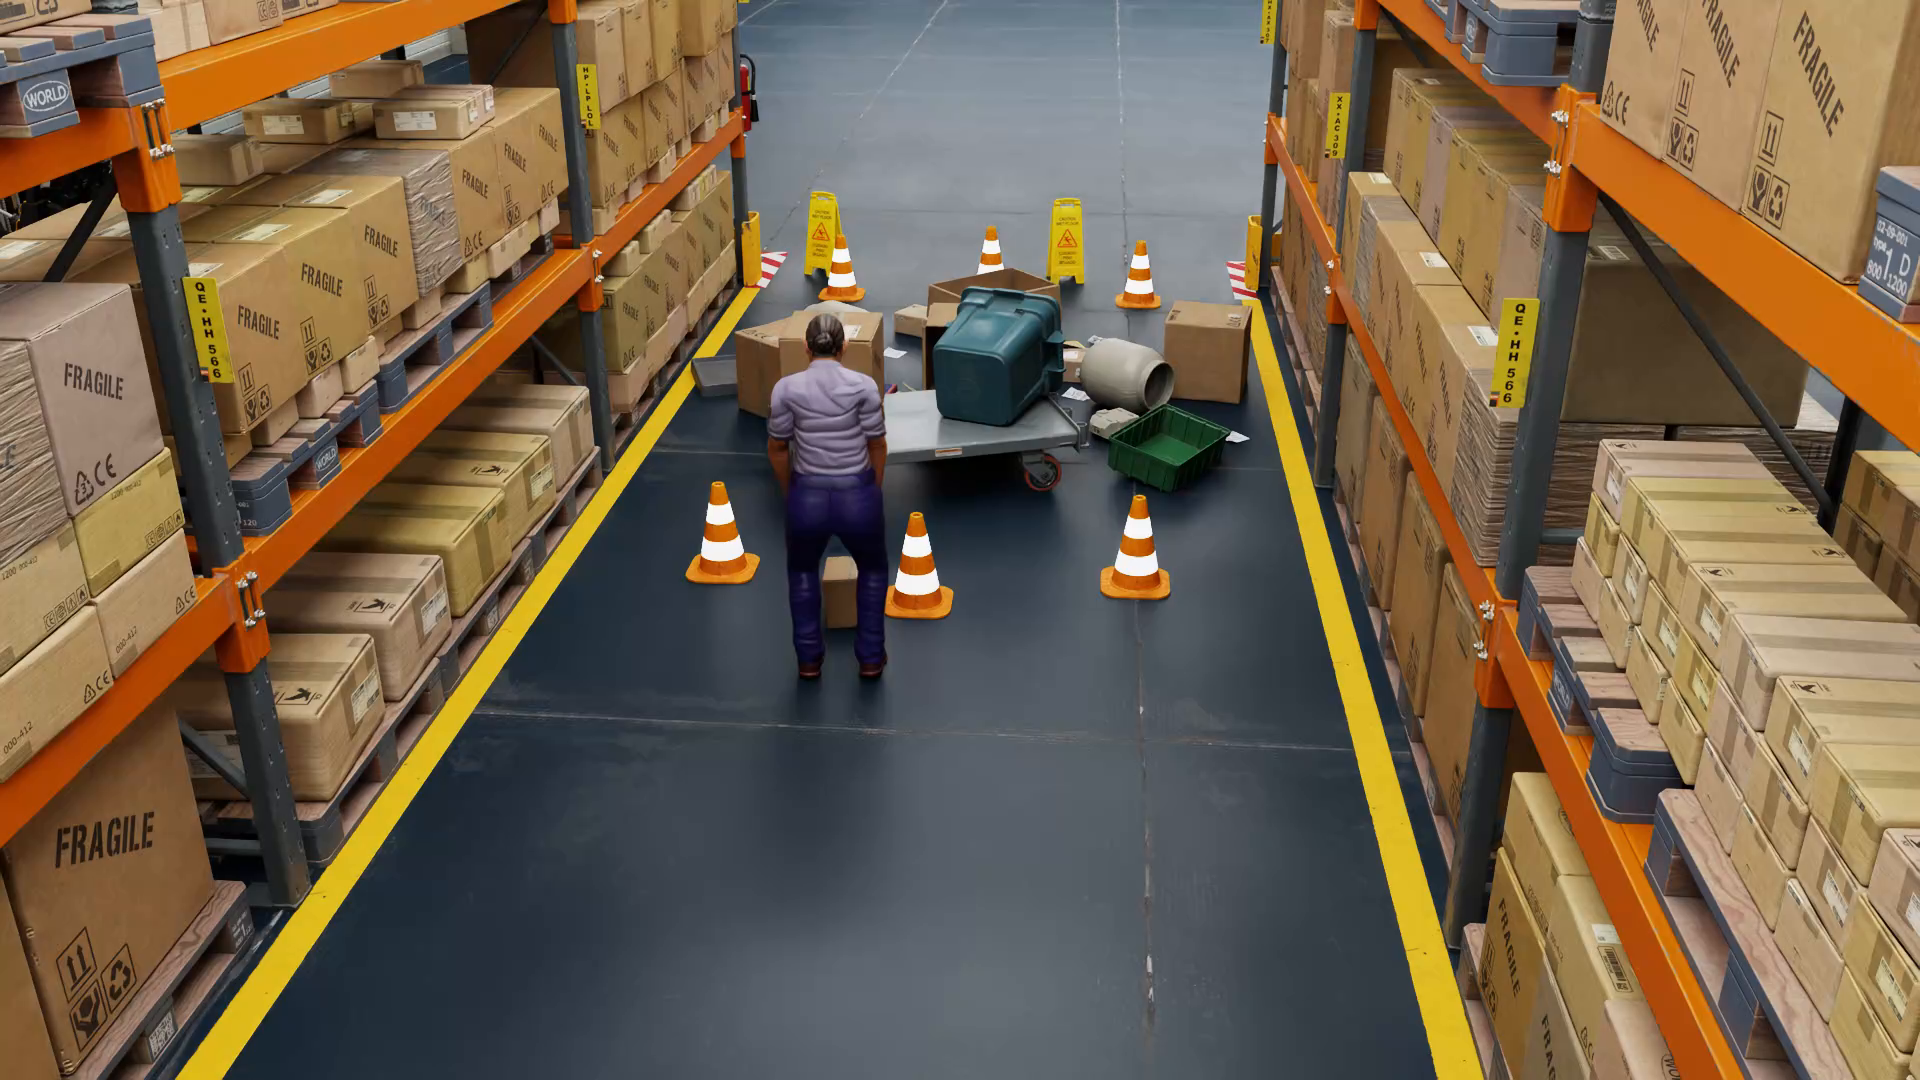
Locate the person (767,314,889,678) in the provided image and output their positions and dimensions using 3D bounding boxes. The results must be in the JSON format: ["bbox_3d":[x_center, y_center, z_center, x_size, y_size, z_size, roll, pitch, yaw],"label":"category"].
[{"bbox_3d":[-0.556,-0.151,7.042,0.504,1.587,0.425,1,25,2],"label":"person"}]
